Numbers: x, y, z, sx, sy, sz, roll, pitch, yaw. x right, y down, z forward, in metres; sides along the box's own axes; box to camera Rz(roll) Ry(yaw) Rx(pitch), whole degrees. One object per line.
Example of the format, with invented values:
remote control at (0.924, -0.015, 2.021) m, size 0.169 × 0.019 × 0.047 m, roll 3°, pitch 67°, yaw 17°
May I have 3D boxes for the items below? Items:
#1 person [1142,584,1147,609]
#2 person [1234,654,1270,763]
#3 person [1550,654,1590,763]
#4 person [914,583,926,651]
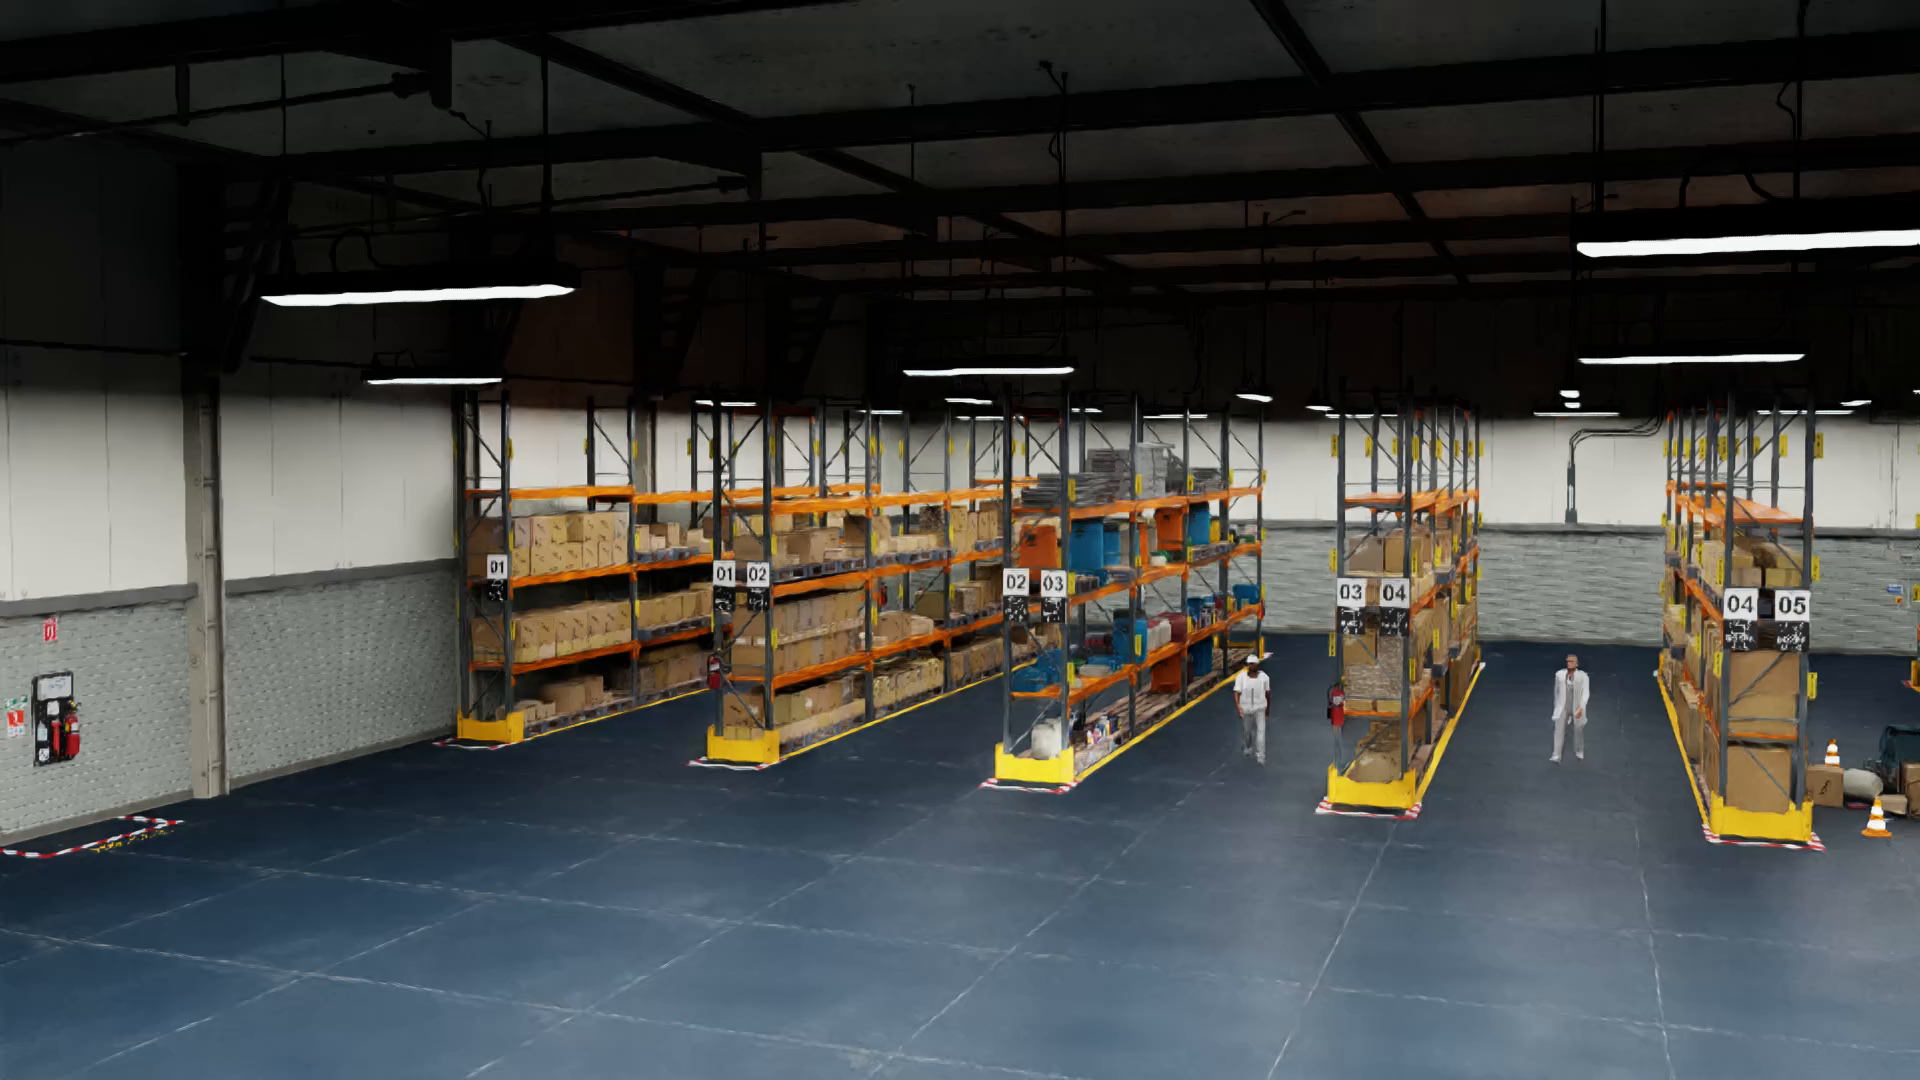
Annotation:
person at (4.736, 1.676, 45.403) m, size 0.666 × 1.669 × 0.477 m, roll -1°, pitch 3°, yaw -24°
person at (4.667, 2.676, 26.580) m, size 0.571 × 1.706 × 1.033 m, roll 1°, pitch 3°, yaw 12°
person at (9.714, 2.671, 26.443) m, size 0.573 × 1.716 × 1.099 m, roll 2°, pitch 4°, yaw 29°
person at (-0.930, 1.896, 41.077) m, size 0.373 × 1.657 × 0.584 m, roll 0°, pitch 3°, yaw 9°
